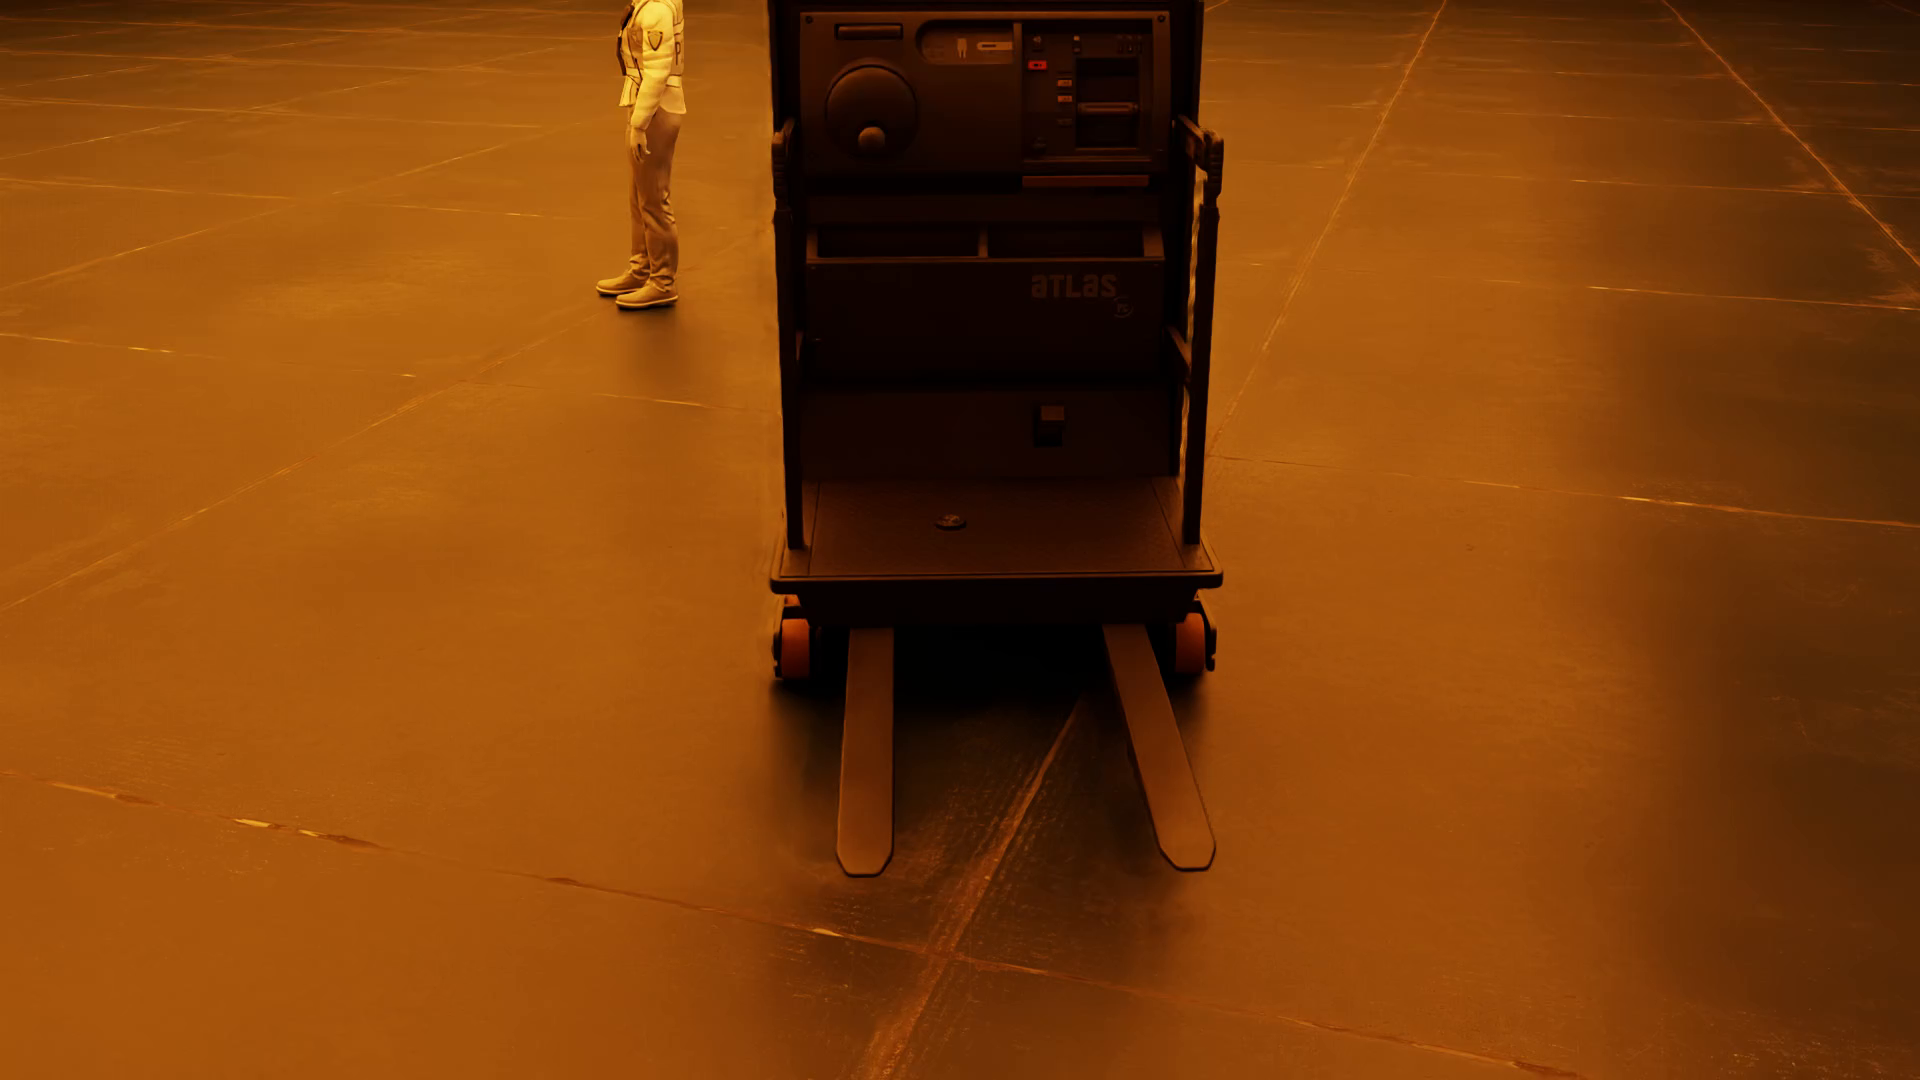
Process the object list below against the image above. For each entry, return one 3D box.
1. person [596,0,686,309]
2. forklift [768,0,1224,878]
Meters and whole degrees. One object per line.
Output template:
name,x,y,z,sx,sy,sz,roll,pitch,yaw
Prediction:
person,-1.450,-1.891,7.461,0.531,1.696,0.589,-3,23,-6
forklift,0.074,-1.116,3.983,1.130,2.935,3.031,-1,22,-2
